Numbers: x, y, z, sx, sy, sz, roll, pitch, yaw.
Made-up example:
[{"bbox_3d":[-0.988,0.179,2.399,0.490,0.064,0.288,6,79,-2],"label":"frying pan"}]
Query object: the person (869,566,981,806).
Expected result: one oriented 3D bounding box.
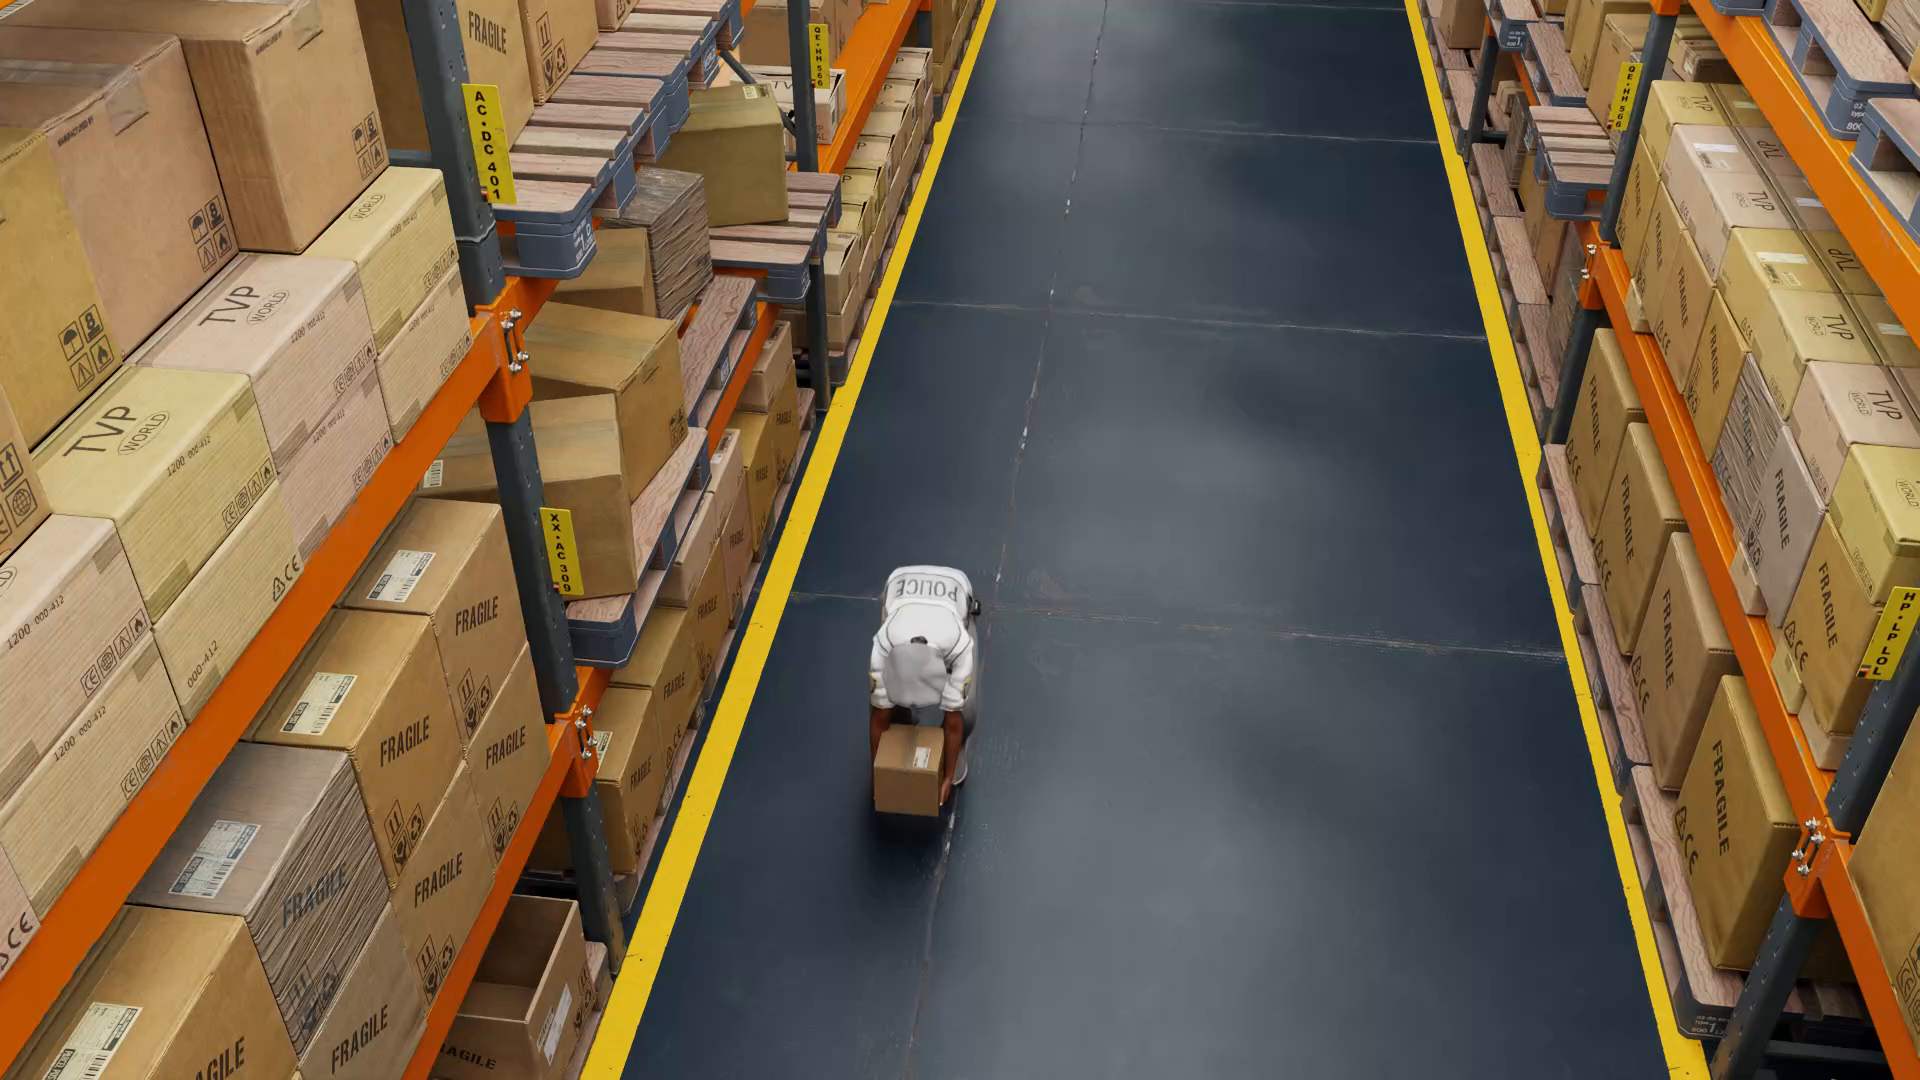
[{"bbox_3d":[-0.151,0.621,6.734,0.450,1.027,0.933,3,36,4],"label":"person"}]
